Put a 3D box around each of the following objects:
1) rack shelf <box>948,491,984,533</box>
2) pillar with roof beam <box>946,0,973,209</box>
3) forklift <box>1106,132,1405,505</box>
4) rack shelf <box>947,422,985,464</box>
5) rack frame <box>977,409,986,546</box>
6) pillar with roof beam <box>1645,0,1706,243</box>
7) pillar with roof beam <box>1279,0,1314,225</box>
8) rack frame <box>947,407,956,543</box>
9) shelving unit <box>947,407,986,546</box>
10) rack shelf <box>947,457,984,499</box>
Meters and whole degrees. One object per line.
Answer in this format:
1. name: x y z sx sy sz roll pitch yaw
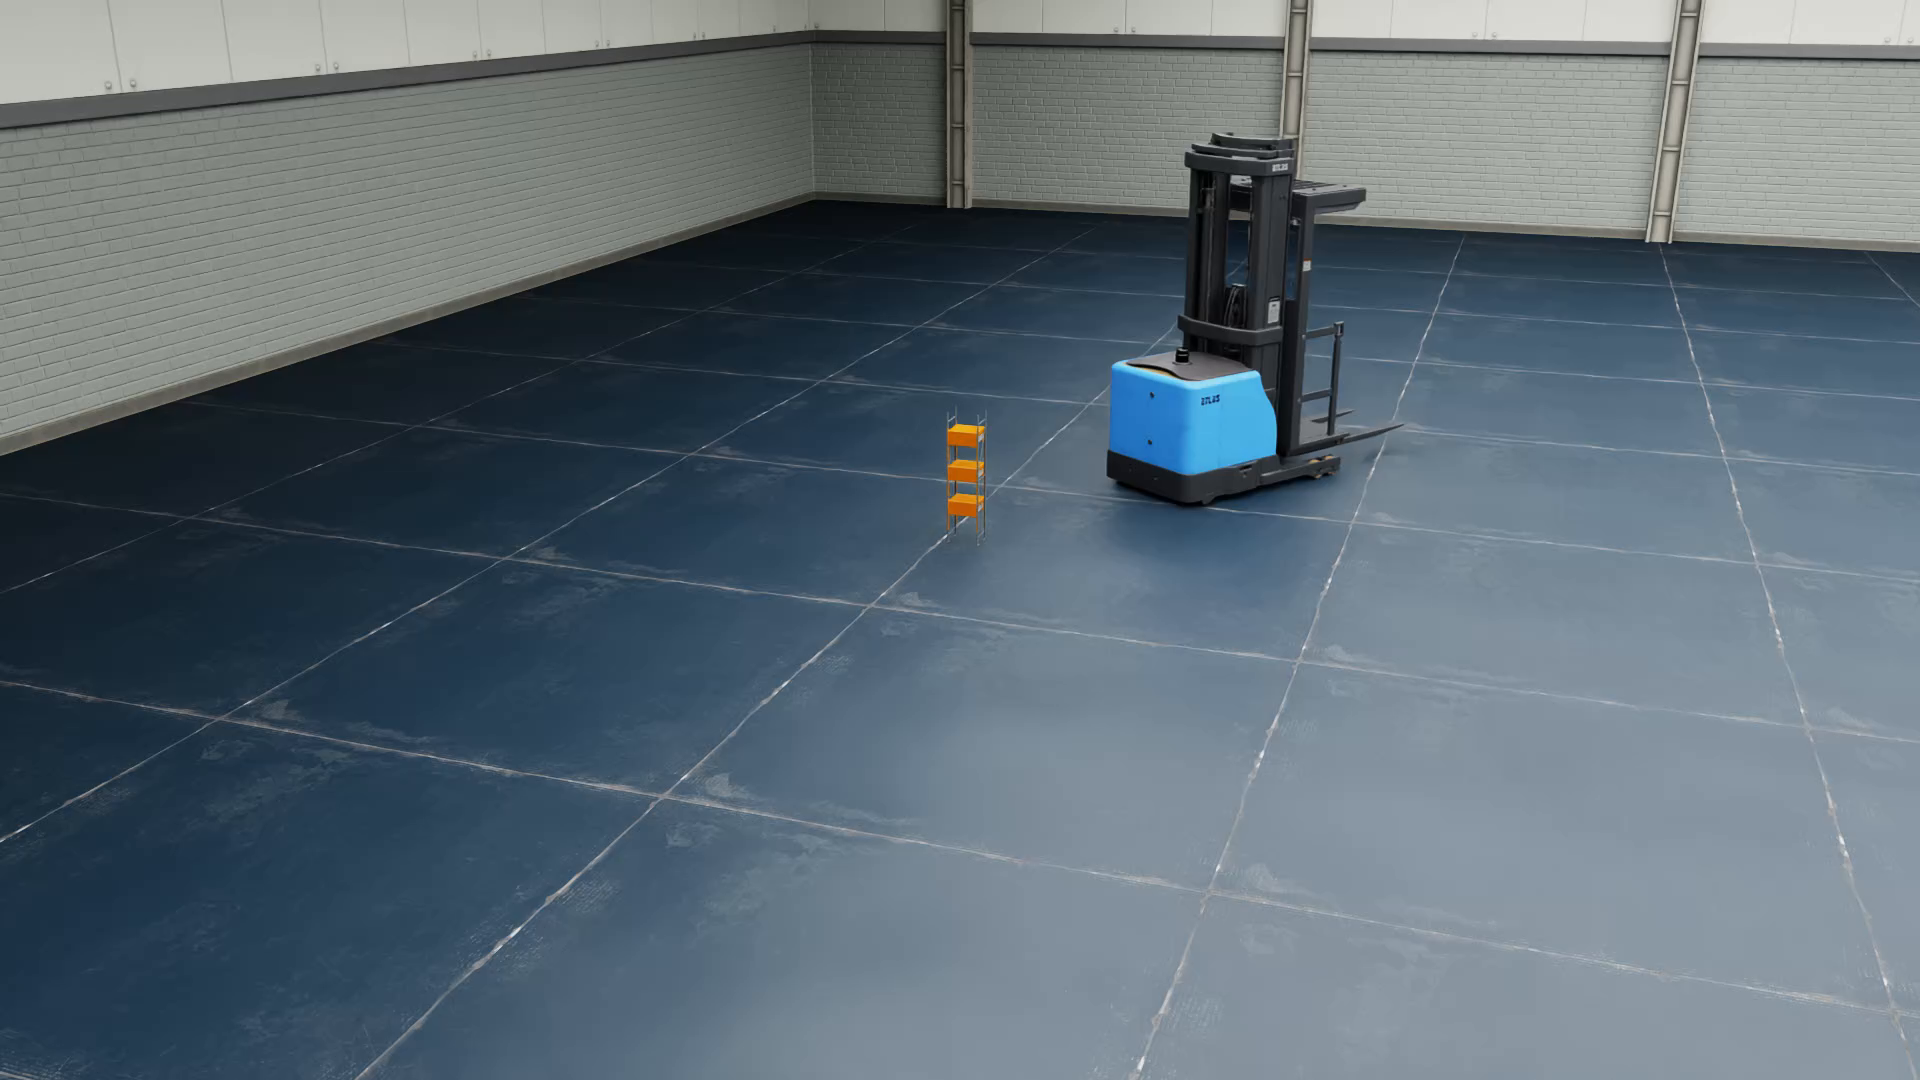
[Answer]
1. rack shelf: 0.051 -0.218 12.982 0.240 0.259 0.215 7 20 18
2. pillar with roof beam: -1.420 -9.055 25.383 0.400 9.000 9.100 7 20 18
3. forklift: 2.754 -2.048 14.498 3.031 2.935 1.130 -14 24 -35
4. rack shelf: 0.051 -0.748 12.797 0.240 0.259 0.215 7 20 18
5. rack frame: 0.166 -0.477 12.849 0.008 1.050 0.200 7 20 18
6. pillar with roof beam: 9.916 -7.759 21.665 0.400 9.000 9.100 7 20 18
7. pillar with roof beam: 4.248 -8.407 23.524 0.400 9.000 9.100 7 20 18
8. rack frame: -0.065 -0.503 12.925 0.008 1.050 0.200 7 20 18
9. shelving unit: 0.051 -0.490 12.887 0.252 1.050 0.215 7 20 18
10. rack shelf: 0.051 -0.480 12.890 0.240 0.259 0.215 7 20 18
